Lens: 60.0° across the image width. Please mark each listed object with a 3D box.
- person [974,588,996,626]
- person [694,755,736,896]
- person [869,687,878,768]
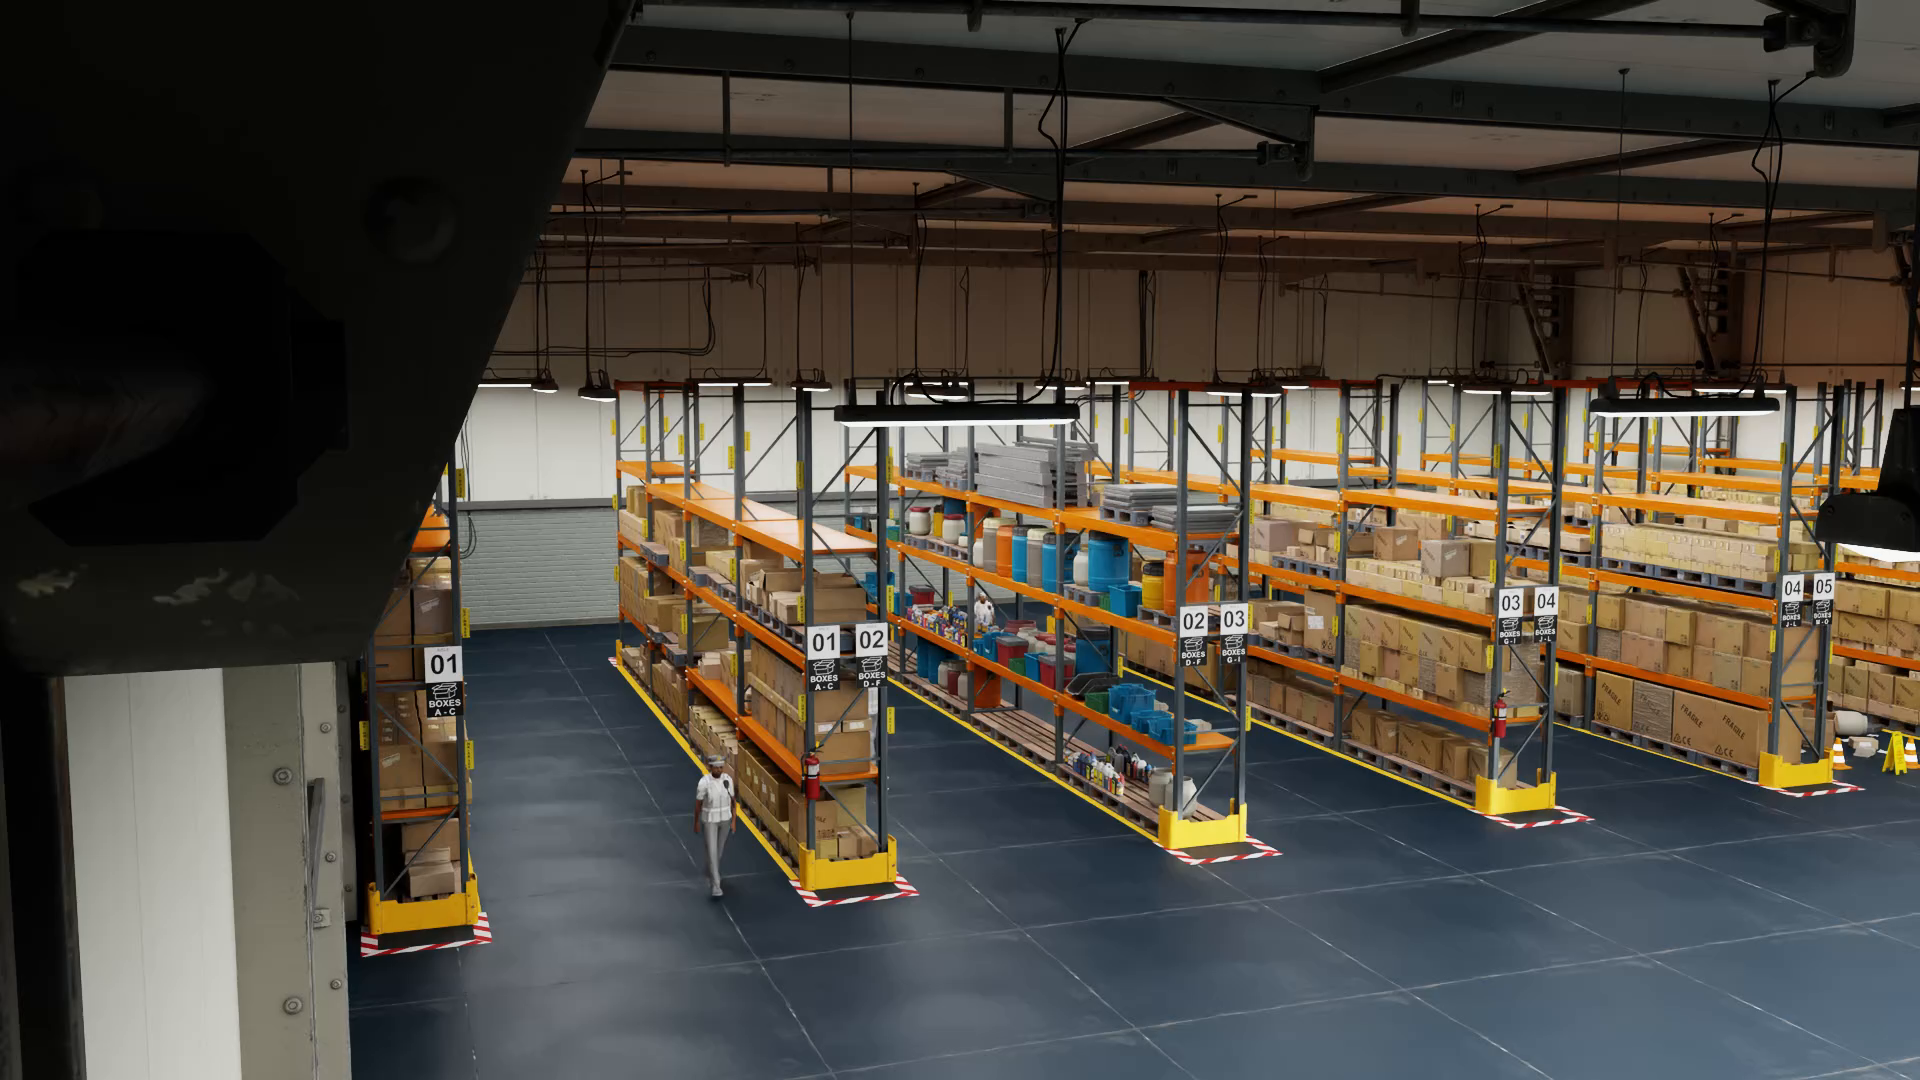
[{"bbox_3d":[0.484,1.774,34.444,0.494,1.585,0.846,-2,6,-22],"label":"person"},{"bbox_3d":[-2.927,3.388,20.010,0.509,1.624,0.968,-4,7,-35],"label":"person"},{"bbox_3d":[-1.355,2.740,25.942,0.770,1.767,0.597,5,8,41],"label":"person"}]
